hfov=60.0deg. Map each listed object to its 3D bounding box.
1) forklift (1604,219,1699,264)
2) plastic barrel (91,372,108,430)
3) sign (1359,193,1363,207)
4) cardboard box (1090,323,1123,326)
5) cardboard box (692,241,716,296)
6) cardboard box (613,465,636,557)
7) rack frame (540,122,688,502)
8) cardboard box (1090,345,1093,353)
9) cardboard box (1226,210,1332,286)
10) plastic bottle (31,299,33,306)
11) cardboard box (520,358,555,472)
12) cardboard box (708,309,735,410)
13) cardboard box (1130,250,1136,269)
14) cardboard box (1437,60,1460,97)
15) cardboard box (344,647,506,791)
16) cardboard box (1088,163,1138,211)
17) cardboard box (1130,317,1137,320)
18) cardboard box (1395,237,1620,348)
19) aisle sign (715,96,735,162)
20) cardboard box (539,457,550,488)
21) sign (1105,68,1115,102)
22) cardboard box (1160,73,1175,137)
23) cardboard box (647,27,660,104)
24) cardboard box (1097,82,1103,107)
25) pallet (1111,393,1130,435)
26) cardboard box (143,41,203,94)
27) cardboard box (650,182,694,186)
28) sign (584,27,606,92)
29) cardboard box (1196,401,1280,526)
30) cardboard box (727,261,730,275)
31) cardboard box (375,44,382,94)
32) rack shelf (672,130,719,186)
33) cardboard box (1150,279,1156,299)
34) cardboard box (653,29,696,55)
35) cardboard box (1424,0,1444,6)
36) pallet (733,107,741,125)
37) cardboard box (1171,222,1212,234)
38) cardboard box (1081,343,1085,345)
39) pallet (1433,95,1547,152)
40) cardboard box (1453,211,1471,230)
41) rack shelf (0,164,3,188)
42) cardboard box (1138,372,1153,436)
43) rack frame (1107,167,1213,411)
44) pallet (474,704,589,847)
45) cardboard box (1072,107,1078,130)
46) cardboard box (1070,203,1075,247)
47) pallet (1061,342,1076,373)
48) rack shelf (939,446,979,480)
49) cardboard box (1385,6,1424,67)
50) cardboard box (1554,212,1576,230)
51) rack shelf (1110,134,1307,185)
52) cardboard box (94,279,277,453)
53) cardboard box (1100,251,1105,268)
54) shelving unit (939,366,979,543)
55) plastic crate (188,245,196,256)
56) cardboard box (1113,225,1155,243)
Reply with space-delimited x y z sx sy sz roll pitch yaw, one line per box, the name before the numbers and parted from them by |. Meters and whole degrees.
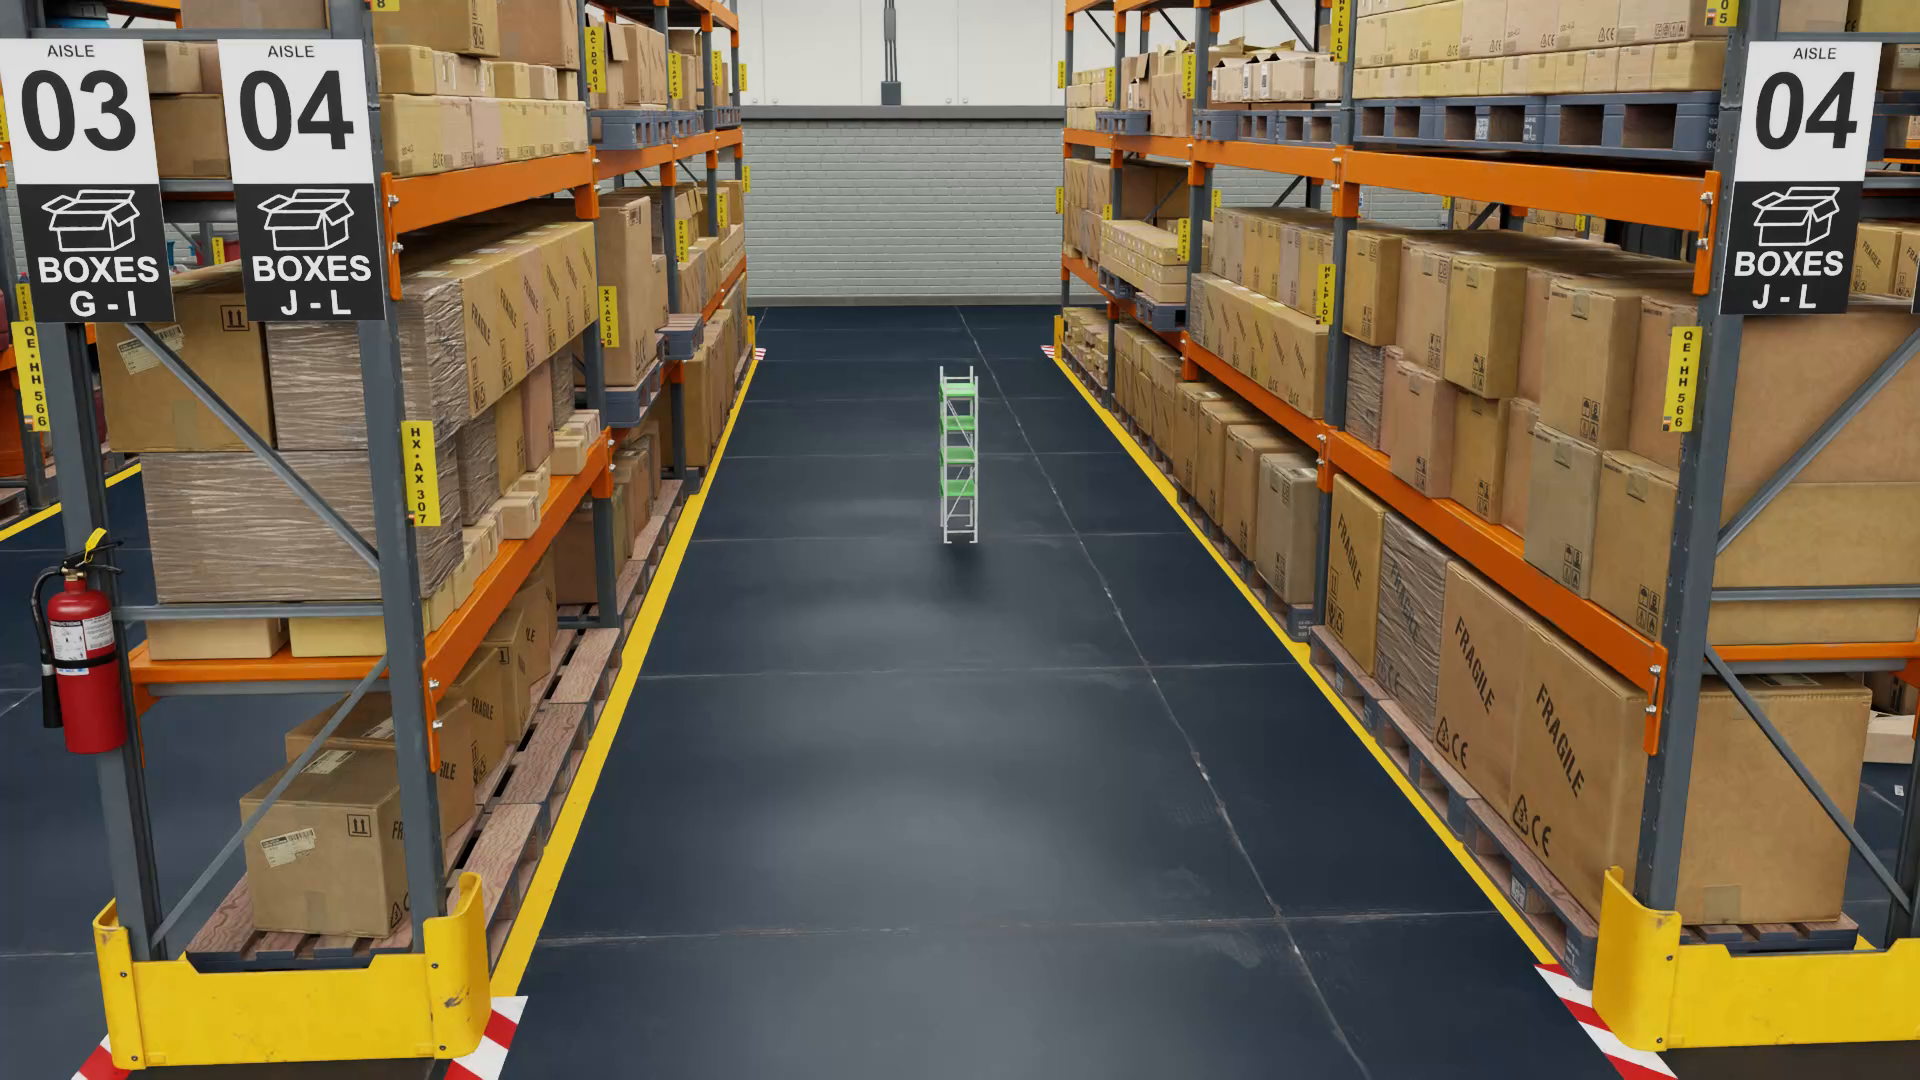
forklift | 5.307 -1.446 11.763 3.031 2.935 1.130 3 15 11
plastic barrel | -7.863 -1.226 14.923 0.421 0.512 0.421 0 14 0
sign | 6.293 -5.453 26.657 0.327 0.218 0.001 -1 14 -3
cardboard box | 1.689 -2.391 18.985 0.380 0.149 0.250 -1 14 -3
cardboard box | -2.600 -2.571 15.798 0.500 0.500 0.500 0 14 -2
cardboard box | -2.492 -0.182 10.846 0.700 0.500 0.500 -2 15 -8
rack frame | -2.678 -1.763 12.858 1.000 3.000 0.127 -1 14 -3
cardboard box | 1.682 -2.177 18.748 0.380 0.149 0.250 -2 15 -6
cardboard box | 2.330 -2.109 11.998 0.700 0.500 0.500 -1 14 -4
plastic bottle | -7.305 -1.766 13.128 0.097 0.271 0.097 0 14 0
cardboard box | -2.336 -0.600 7.541 0.875 0.500 0.500 -1 14 -3
cardboard box | -2.866 -1.773 16.320 1.225 0.875 0.875 -1 14 -3
cardboard box | 1.712 -2.477 14.697 0.380 0.149 0.250 -1 14 -2
cardboard box | 2.291 -1.990 7.181 0.380 0.149 0.250 -1 14 -3
cardboard box | -2.295 0.774 7.171 0.500 0.500 0.500 0 14 2
cardboard box | 1.677 -3.855 18.183 0.500 0.500 0.500 -1 14 -2
cardboard box | 2.195 -2.530 19.524 0.380 0.149 0.250 0 14 -1
cardboard box | 2.666 -1.188 8.155 0.875 0.550 0.550 -1 14 -3
aisle sign | -2.878 -5.034 20.355 0.394 0.787 0.004 -1 14 -3
cardboard box | -2.095 -0.286 7.622 0.380 0.149 0.250 -1 14 -3
sign | 1.490 -4.502 16.446 0.100 0.325 0.005 -1 14 -3
cardboard box | 1.946 -3.578 13.691 0.500 0.500 0.500 -1 14 -3
cardboard box | -2.356 -3.264 11.469 0.500 0.500 0.500 -1 14 -4
cardboard box | 1.728 -4.672 17.442 0.500 0.250 0.500 -1 15 -6
pallet | 2.081 -1.265 16.520 1.003 0.211 1.213 -1 14 -3
cardboard box | -2.511 -1.411 4.970 0.380 0.149 0.250 -1 14 -3
cardboard box | -3.382 -3.939 19.516 0.500 0.500 0.500 -1 14 -5
sign | -1.889 -2.481 8.594 0.100 0.325 0.005 -1 14 -3
cardboard box | 2.284 -0.558 11.847 1.050 0.750 0.750 -1 14 -3
cardboard box | -2.663 -2.911 17.824 0.380 0.149 0.250 -1 14 -5
cardboard box | -1.968 -1.418 5.001 0.380 0.149 0.250 -1 14 -4
rack shelf | -2.802 -3.365 14.507 1.077 0.370 4.000 -1 14 -3
cardboard box | 1.776 -2.073 13.726 0.380 0.149 0.250 -1 14 -4
cardboard box | -2.977 -5.108 17.090 0.500 0.250 0.500 -2 15 -7
cardboard box | 2.275 -2.439 7.327 0.380 0.149 0.250 -1 14 -3
pallet | -3.117 -4.978 19.512 1.003 0.211 1.213 -1 14 -3
cardboard box | 2.268 -3.015 16.193 0.380 0.149 0.250 -1 14 -5
cardboard box | 1.634 -2.239 19.586 0.380 0.149 0.250 -1 14 -3
pallet | 2.640 -1.723 6.861 1.003 0.211 1.213 -1 14 -3
cardboard box | 6.461 -3.830 20.692 0.500 0.500 0.500 -1 14 -4
rack shelf | -7.497 -2.293 10.344 1.077 0.370 4.000 -1 14 -3
cardboard box | 1.900 -1.227 14.950 0.500 0.500 0.500 -2 15 -6
rack frame | 2.031 -2.809 16.925 1.000 3.000 0.127 -1 14 -3
pallet | -2.274 1.053 7.510 1.003 0.211 1.213 -1 14 -3
cardboard box | 1.584 -4.937 19.477 0.500 0.250 0.500 0 14 -2
cardboard box | 1.594 -3.748 19.775 0.500 0.500 0.500 -1 14 -3
pallet | 1.803 -2.232 20.278 1.003 0.211 1.213 -1 14 -3
rack shelf | -0.010 -0.560 12.053 0.258 0.148 0.480 -1 14 -3
cardboard box | 2.311 -2.344 7.758 0.500 0.250 0.500 -1 14 -4
cardboard box | 6.661 -3.556 17.622 0.500 0.500 0.500 -1 14 -4
rack shelf | 2.155 -3.416 14.707 1.077 0.370 4.000 -1 14 -3
cardboard box | -2.463 -0.583 5.468 0.500 0.500 0.500 -1 14 -3
cardboard box | 1.597 -2.786 16.495 0.380 0.149 0.250 -2 15 -6
shelving unit | -0.010 -0.622 12.037 0.258 1.200 0.503 -1 14 -3
plastic crate | -8.330 -3.155 18.486 0.416 0.233 0.300 -1 14 -3
cardboard box | 1.646 -2.879 15.662 0.380 0.149 0.250 -1 14 -4
